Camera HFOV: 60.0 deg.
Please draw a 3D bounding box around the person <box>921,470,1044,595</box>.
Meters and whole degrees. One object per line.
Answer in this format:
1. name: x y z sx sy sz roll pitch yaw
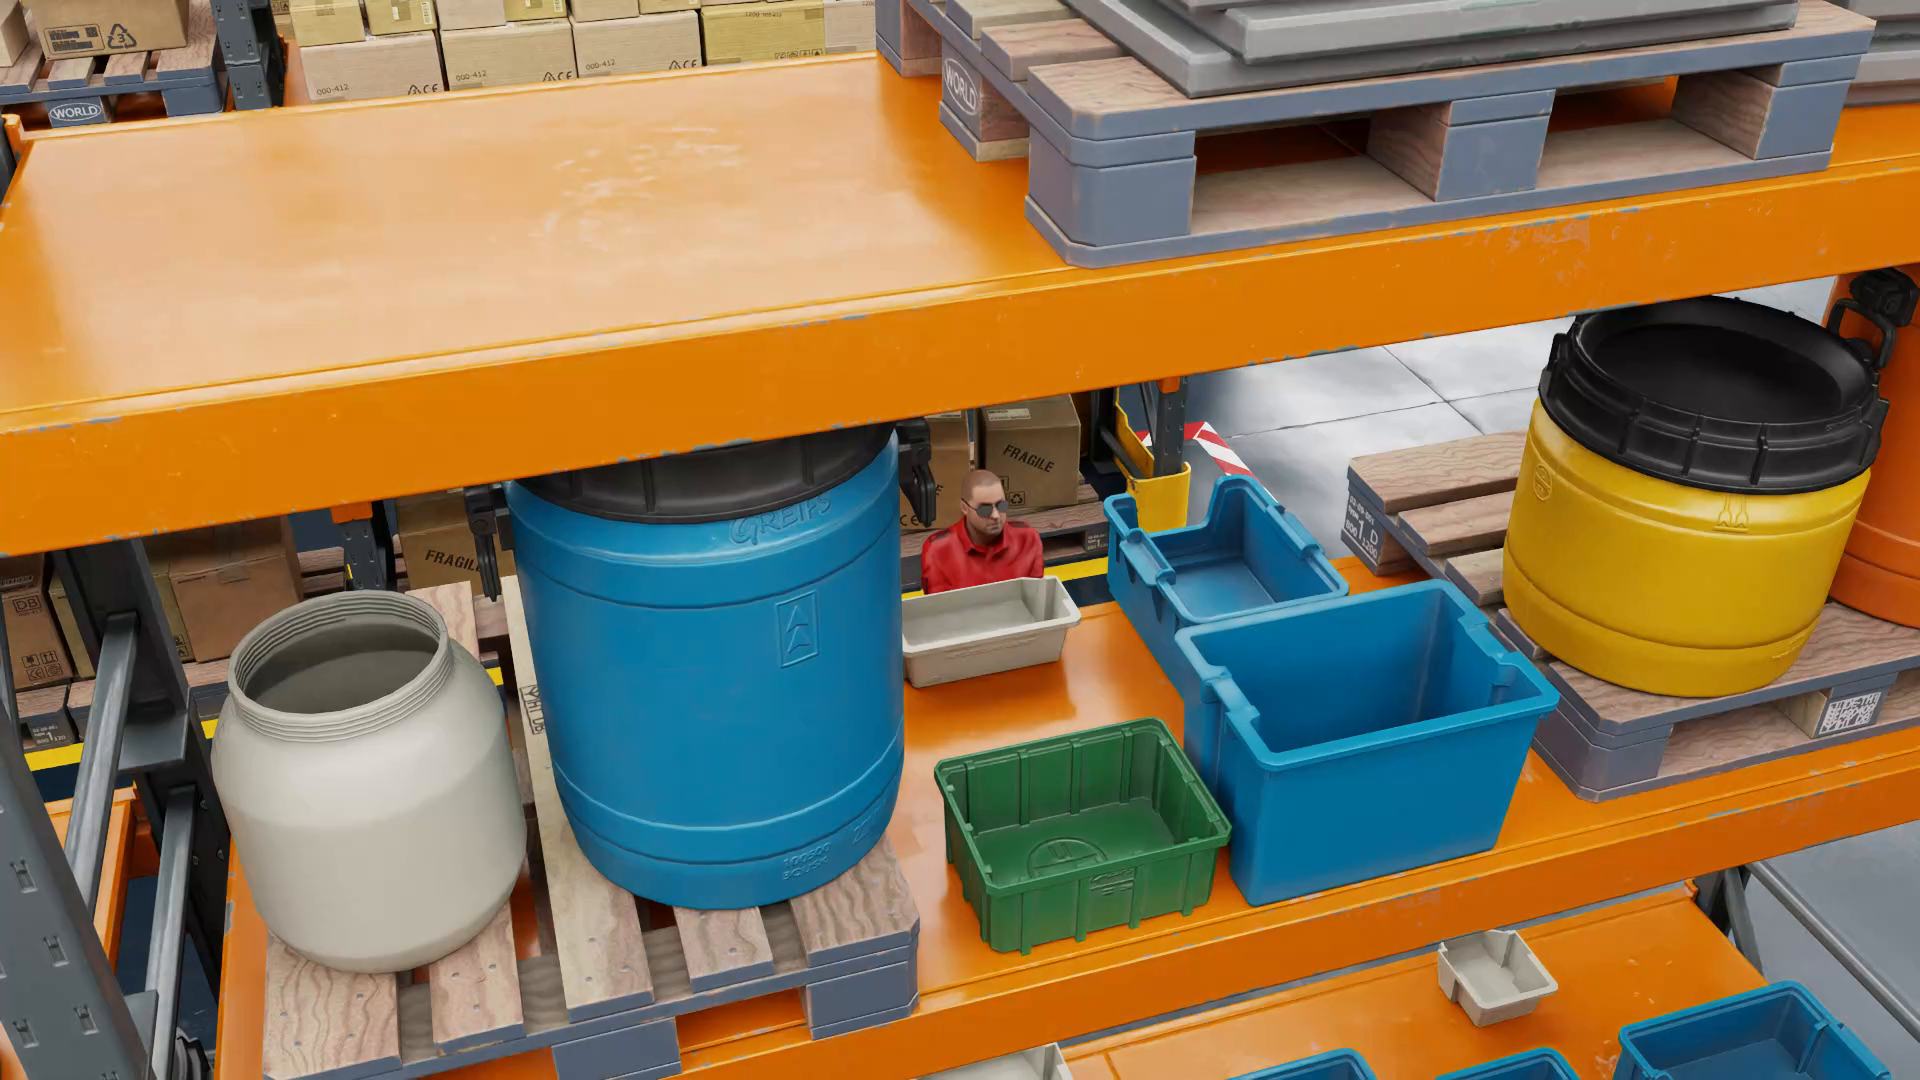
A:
1. person: 0.126 0.549 6.644 0.493 1.712 0.530 -10 35 -14
